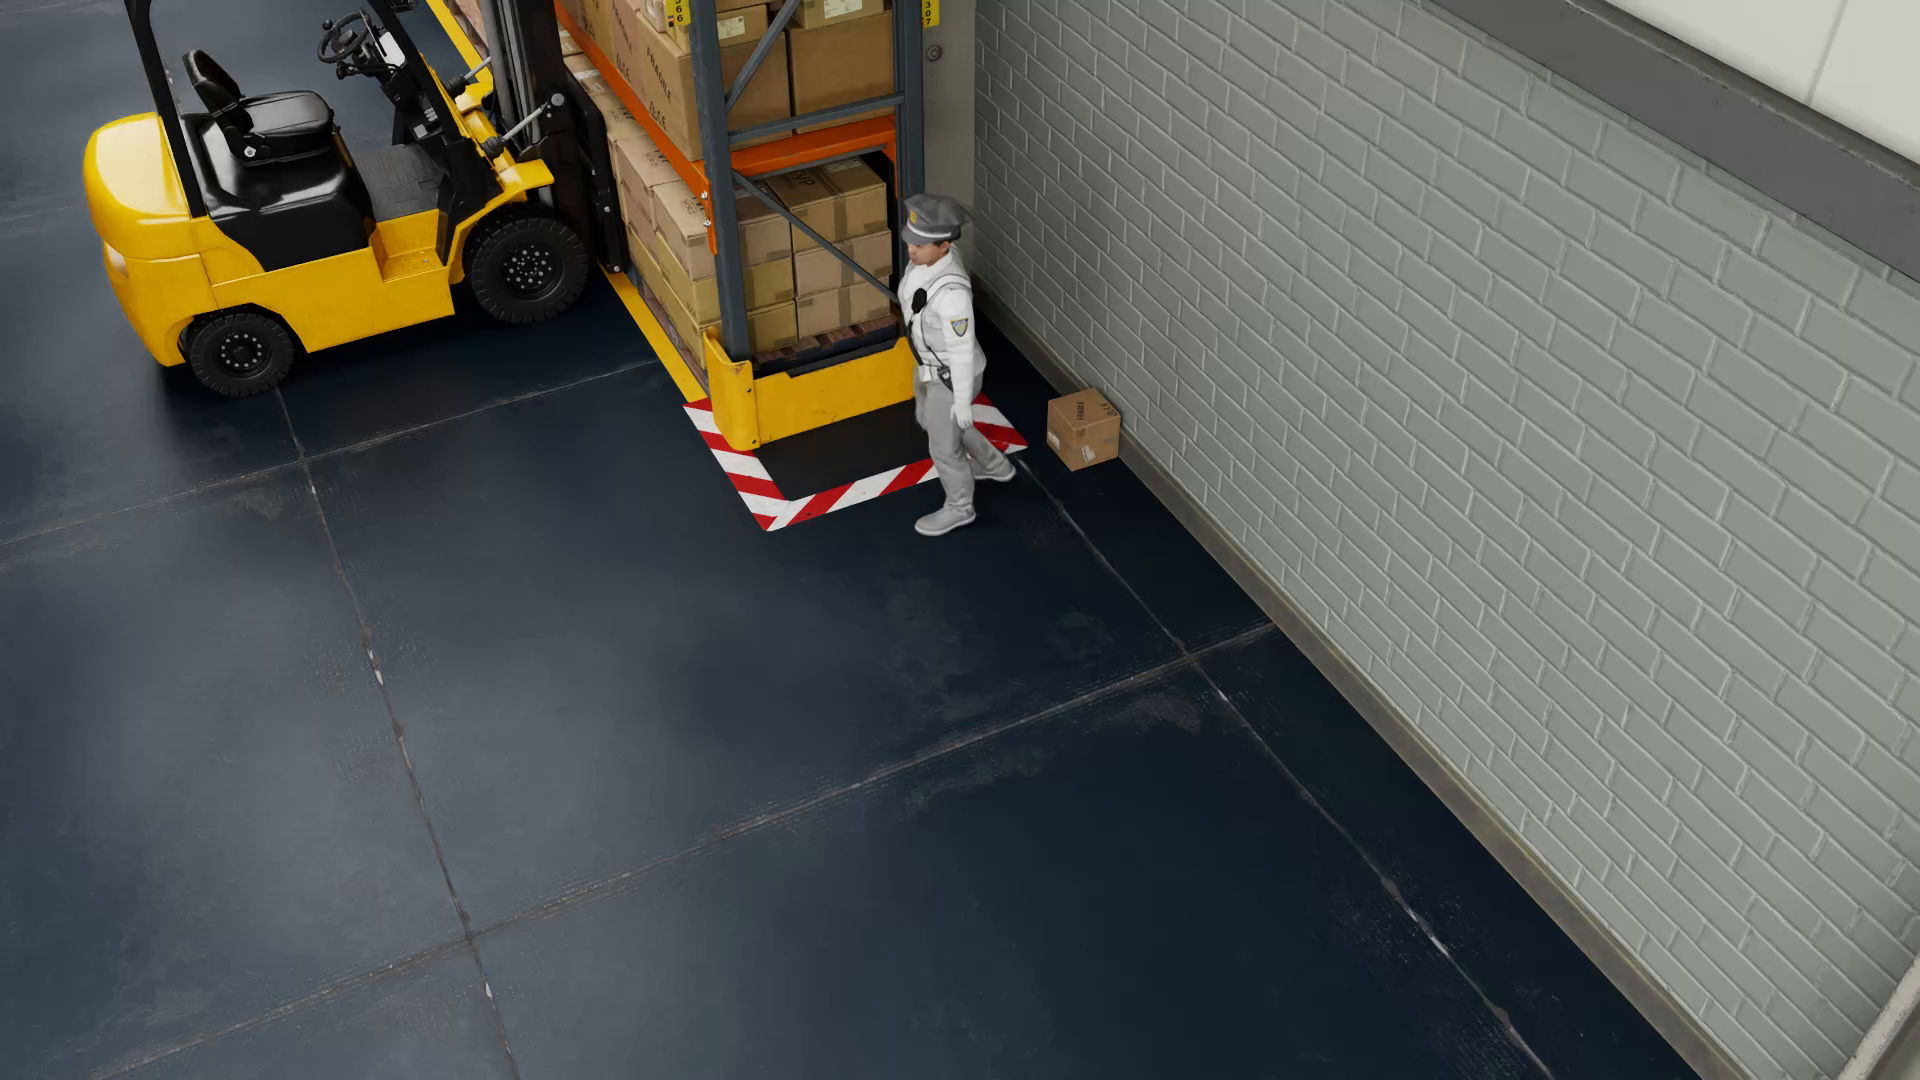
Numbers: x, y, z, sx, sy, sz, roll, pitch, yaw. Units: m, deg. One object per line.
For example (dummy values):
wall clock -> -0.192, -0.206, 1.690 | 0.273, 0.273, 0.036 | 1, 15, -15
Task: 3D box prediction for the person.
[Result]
person -> 0.014, -0.722, 6.963 | 0.531, 1.669, 0.532 | -9, 42, -10
